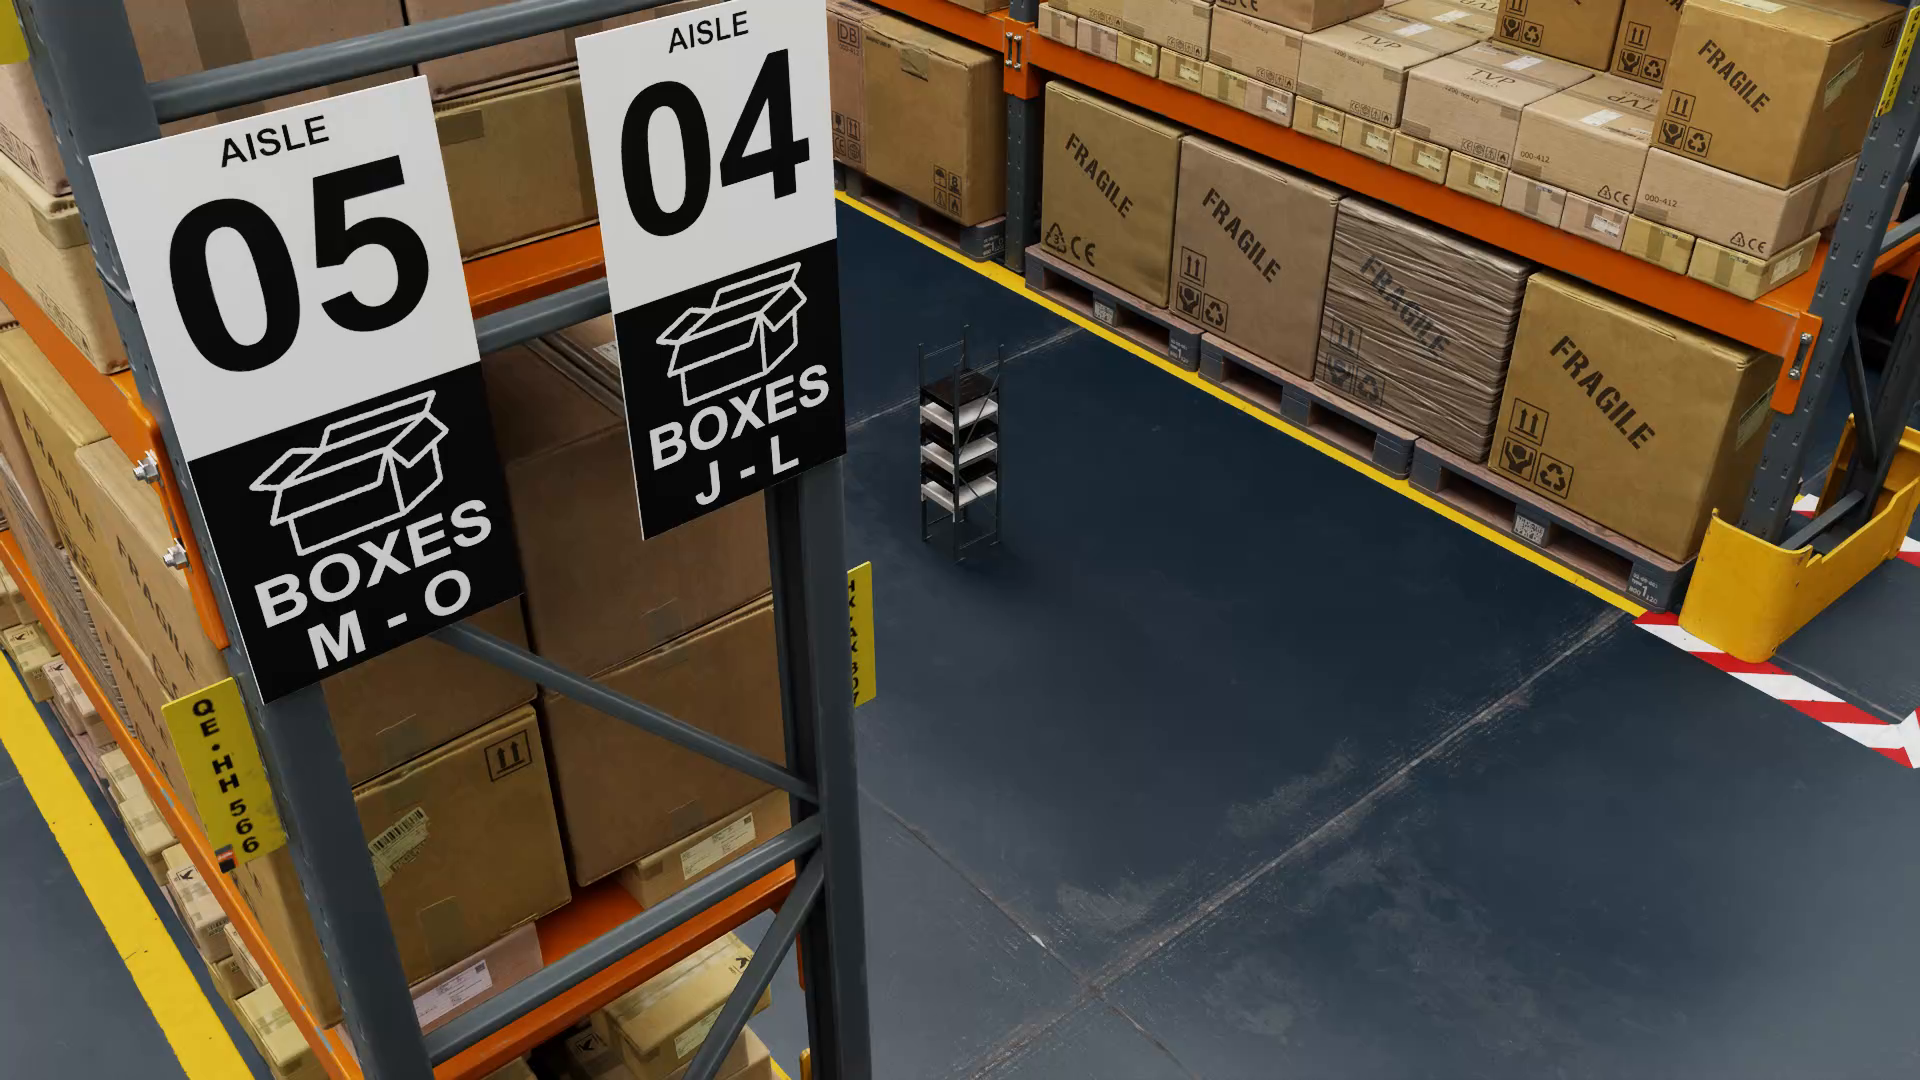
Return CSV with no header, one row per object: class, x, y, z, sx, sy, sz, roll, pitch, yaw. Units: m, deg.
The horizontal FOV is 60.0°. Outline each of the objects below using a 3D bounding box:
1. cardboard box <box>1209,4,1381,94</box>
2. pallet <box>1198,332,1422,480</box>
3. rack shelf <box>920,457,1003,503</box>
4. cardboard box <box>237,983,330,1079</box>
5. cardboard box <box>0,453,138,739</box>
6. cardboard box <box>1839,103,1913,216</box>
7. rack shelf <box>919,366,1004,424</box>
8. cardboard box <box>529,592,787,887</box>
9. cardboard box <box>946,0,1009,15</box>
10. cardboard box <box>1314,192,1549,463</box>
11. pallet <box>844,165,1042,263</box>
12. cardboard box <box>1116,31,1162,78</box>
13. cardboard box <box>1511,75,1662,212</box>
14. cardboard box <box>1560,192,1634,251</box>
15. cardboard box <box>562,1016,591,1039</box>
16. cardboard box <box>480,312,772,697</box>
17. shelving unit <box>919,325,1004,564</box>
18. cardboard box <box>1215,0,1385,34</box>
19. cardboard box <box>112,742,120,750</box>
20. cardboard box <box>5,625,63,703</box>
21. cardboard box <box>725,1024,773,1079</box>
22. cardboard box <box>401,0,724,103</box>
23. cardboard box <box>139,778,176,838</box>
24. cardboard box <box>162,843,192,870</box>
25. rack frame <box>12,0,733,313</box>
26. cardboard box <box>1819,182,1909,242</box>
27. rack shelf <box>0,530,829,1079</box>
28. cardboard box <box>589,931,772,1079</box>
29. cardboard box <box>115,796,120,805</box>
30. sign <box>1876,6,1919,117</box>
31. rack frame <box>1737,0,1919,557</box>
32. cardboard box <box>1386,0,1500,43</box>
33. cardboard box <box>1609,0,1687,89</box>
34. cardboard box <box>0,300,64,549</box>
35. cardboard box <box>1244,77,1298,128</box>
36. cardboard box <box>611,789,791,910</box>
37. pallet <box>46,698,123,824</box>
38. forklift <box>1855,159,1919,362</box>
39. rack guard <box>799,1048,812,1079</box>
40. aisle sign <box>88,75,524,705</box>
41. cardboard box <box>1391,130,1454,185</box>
cardboard box,1.414,-2.132,7.037,0.500,0.250,0.500,-25,42,-31
pallet,1.877,-0.783,7.673,1.003,0.211,1.213,-26,43,-32
rack shelf,0.005,-0.263,6.556,0.258,0.077,0.200,-26,43,-32
cardboard box,-1.536,1.157,4.109,0.380,0.149,0.250,-27,43,-33
cardboard box,-1.768,0.032,3.765,0.500,0.500,0.500,-26,43,-32
cardboard box,3.133,-1.432,6.048,0.500,0.250,0.500,-27,43,-33
rack shelf,0.005,-0.557,6.348,0.258,0.077,0.200,-26,43,-32
cardboard box,-0.697,0.283,3.411,0.500,0.500,0.500,-24,42,-30
cardboard box,0.144,-2.970,8.262,0.500,0.500,0.500,-26,43,-32
cardboard box,2.175,-1.018,7.066,0.875,0.875,0.875,-26,43,-32
pallet,0.099,-1.999,9.390,1.003,0.211,1.213,-26,43,-32
cardboard box,0.932,-2.236,7.529,0.380,0.149,0.250,-25,42,-30
cardboard box,2.394,-1.458,6.086,0.500,0.250,0.500,-27,43,-33
cardboard box,2.424,-1.217,6.090,0.380,0.149,0.250,-26,43,-32
cardboard box,-0.894,1.148,4.379,0.380,0.149,0.250,-26,43,-32
cardboard box,-0.705,-0.121,3.116,0.500,0.500,0.500,-26,43,-32
shelving unit,0.005,-0.364,6.485,0.258,0.900,0.210,-26,43,-32
cardboard box,1.420,-2.436,6.818,0.500,0.500,0.500,-28,44,-33
cardboard box,-2.462,0.553,5.219,0.380,0.149,0.250,-24,42,-30
cardboard box,-3.038,0.371,5.735,0.380,0.149,0.250,-25,42,-31
cardboard box,-0.712,1.388,4.298,0.380,0.149,0.250,-25,42,-31
cardboard box,-0.709,-0.915,2.549,0.500,0.250,0.500,-25,42,-31
cardboard box,-2.146,0.659,4.813,0.380,0.149,0.250,-26,43,-32
cardboard box,-2.009,0.918,4.704,0.380,0.149,0.250,-24,42,-30
rack frame,-0.618,-1.702,1.367,1.000,3.000,0.127,-26,43,-32
cardboard box,3.259,-1.236,6.117,0.380,0.149,0.250,-25,43,-31
rack shelf,-1.909,0.157,4.555,1.077,0.370,4.000,-26,43,-32
cardboard box,-0.697,1.138,4.137,0.380,0.149,0.250,-28,44,-34
cardboard box,-2.341,0.811,5.113,0.380,0.149,0.250,-27,44,-33
sign,2.813,-1.432,4.969,0.100,0.325,0.005,-26,43,-32
rack frame,3.236,-1.059,5.650,1.000,3.000,0.127,-26,43,-32
cardboard box,2.130,-2.110,7.007,0.500,0.250,0.500,-27,43,-33
cardboard box,2.810,-1.958,6.143,0.500,0.500,0.500,-27,43,-33
cardboard box,-1.773,-0.383,3.486,0.500,0.500,0.500,-24,42,-30
cardboard box,1.428,-1.895,7.048,0.380,0.149,0.250,-25,43,-31
cardboard box,-0.577,0.584,3.548,0.380,0.149,0.250,-26,43,-32
pallet,-2.739,0.402,6.000,1.003,0.211,1.213,-26,43,-32
forklift,4.514,-2.383,7.579,1.130,2.935,3.031,-23,41,-29
rack guard,-0.667,1.733,3.870,1.175,0.500,0.348,-26,43,-32
aisle sign,-0.800,-0.170,2.146,0.394,0.787,0.004,-26,43,-32
cardboard box,1.927,-1.555,6.568,0.380,0.149,0.250,-26,43,-32
